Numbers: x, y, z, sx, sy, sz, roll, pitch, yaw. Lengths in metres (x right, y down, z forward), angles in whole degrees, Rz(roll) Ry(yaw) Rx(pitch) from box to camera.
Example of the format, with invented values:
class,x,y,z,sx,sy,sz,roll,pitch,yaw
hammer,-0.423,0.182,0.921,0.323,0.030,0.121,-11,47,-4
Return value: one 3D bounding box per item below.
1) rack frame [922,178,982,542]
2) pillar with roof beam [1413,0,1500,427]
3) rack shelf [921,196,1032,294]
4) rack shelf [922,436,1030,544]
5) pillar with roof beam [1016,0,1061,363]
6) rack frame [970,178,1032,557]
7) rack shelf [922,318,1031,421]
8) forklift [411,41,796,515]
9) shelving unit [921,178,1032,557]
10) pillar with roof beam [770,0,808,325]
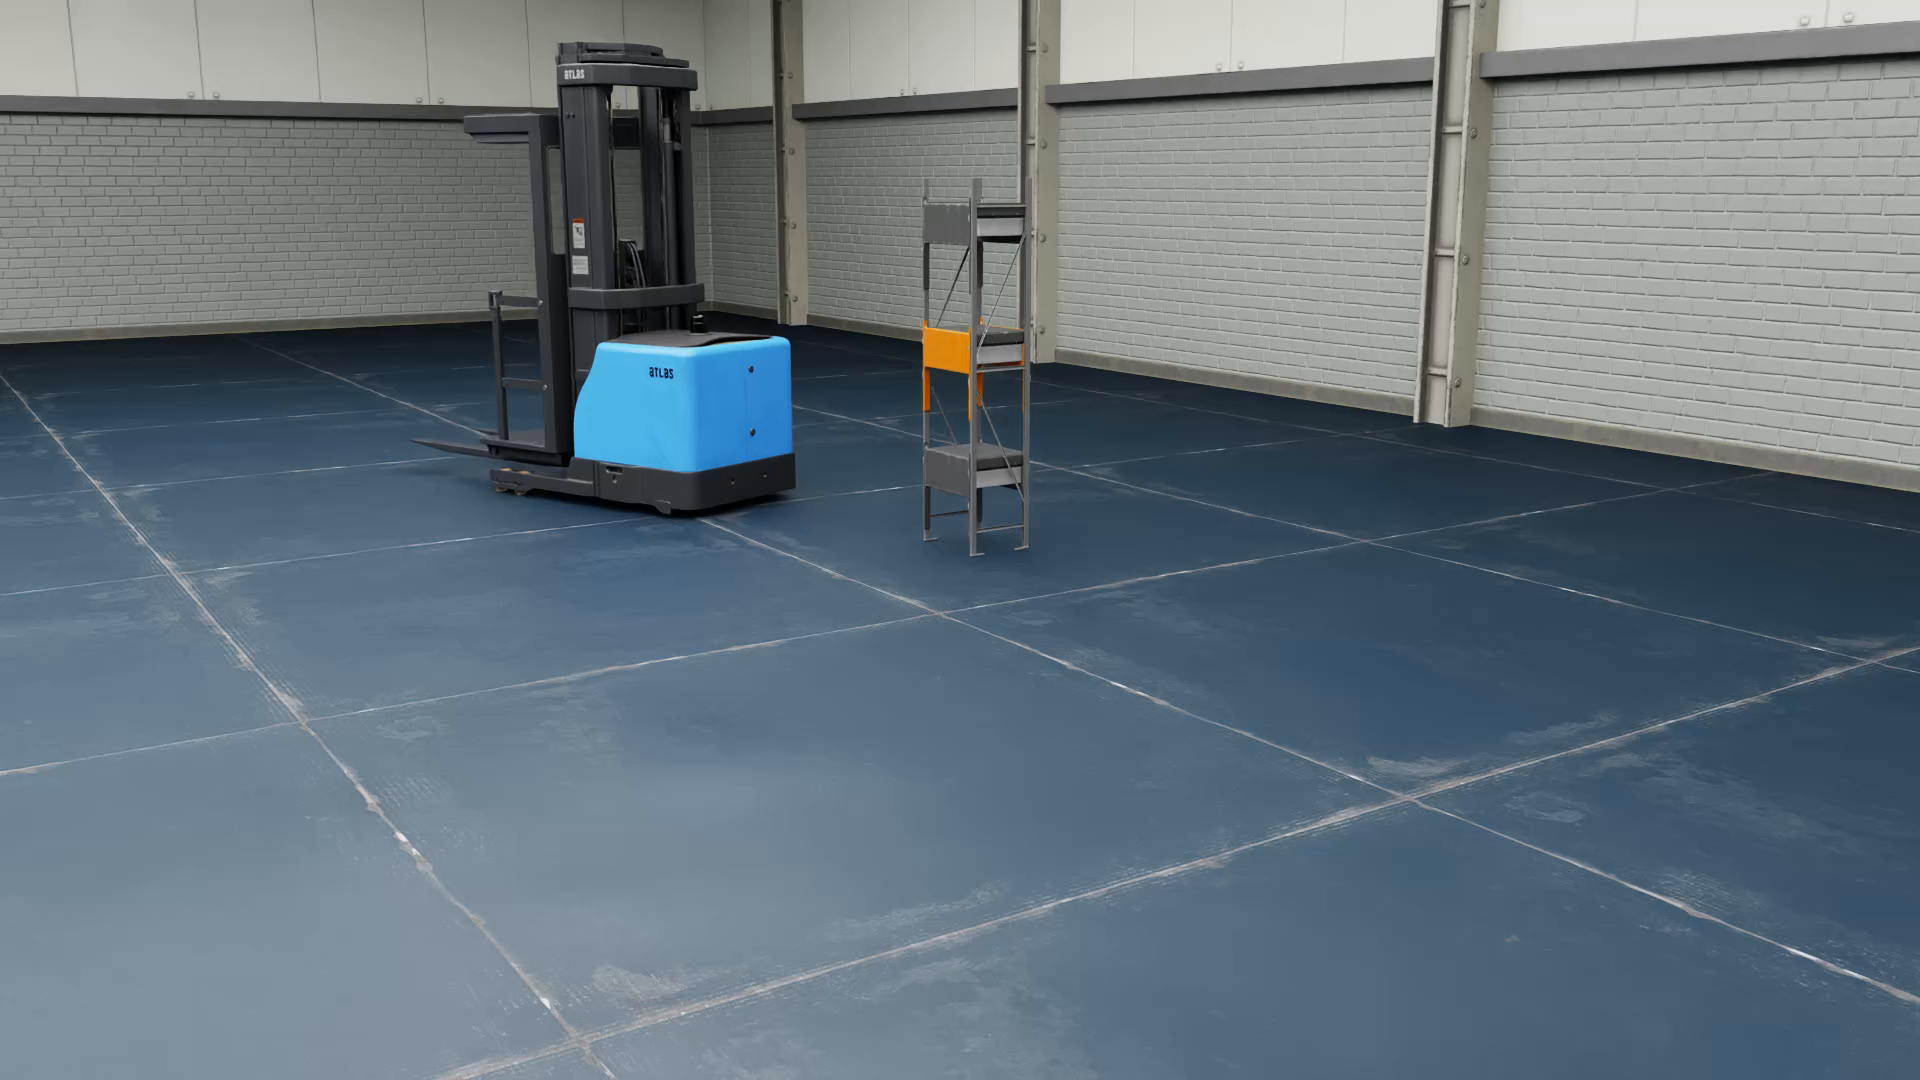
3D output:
class,x,y,z,sx,sy,sz,roll,pitch,yaw
rack frame,-0.043,-1.040,9.701,0.400,2.100,0.015,-8,15,-33
pillar with roof beam,0.630,-4.907,11.237,9.100,9.000,0.400,-8,15,-33
rack shelf,0.092,-1.667,9.356,0.431,0.518,0.480,-8,15,-33
rack shelf,0.092,-0.299,9.655,0.431,0.518,0.480,-8,15,-33
pillar with roof beam,-2.695,-5.974,16.117,9.100,9.000,0.400,-8,15,-33
rack frame,0.227,-0.953,9.304,0.400,2.100,0.015,-8,15,-33
rack shelf,0.092,-0.983,9.506,0.431,0.518,0.480,-8,15,-33
forklift,-2.595,-1.815,11.303,3.031,2.935,1.130,9,15,35
shelving unit,0.092,-0.996,9.503,0.431,2.100,0.503,-8,15,-33
pillar with roof beam,-6.019,-7.041,20.996,9.100,9.000,0.400,-8,15,-33
